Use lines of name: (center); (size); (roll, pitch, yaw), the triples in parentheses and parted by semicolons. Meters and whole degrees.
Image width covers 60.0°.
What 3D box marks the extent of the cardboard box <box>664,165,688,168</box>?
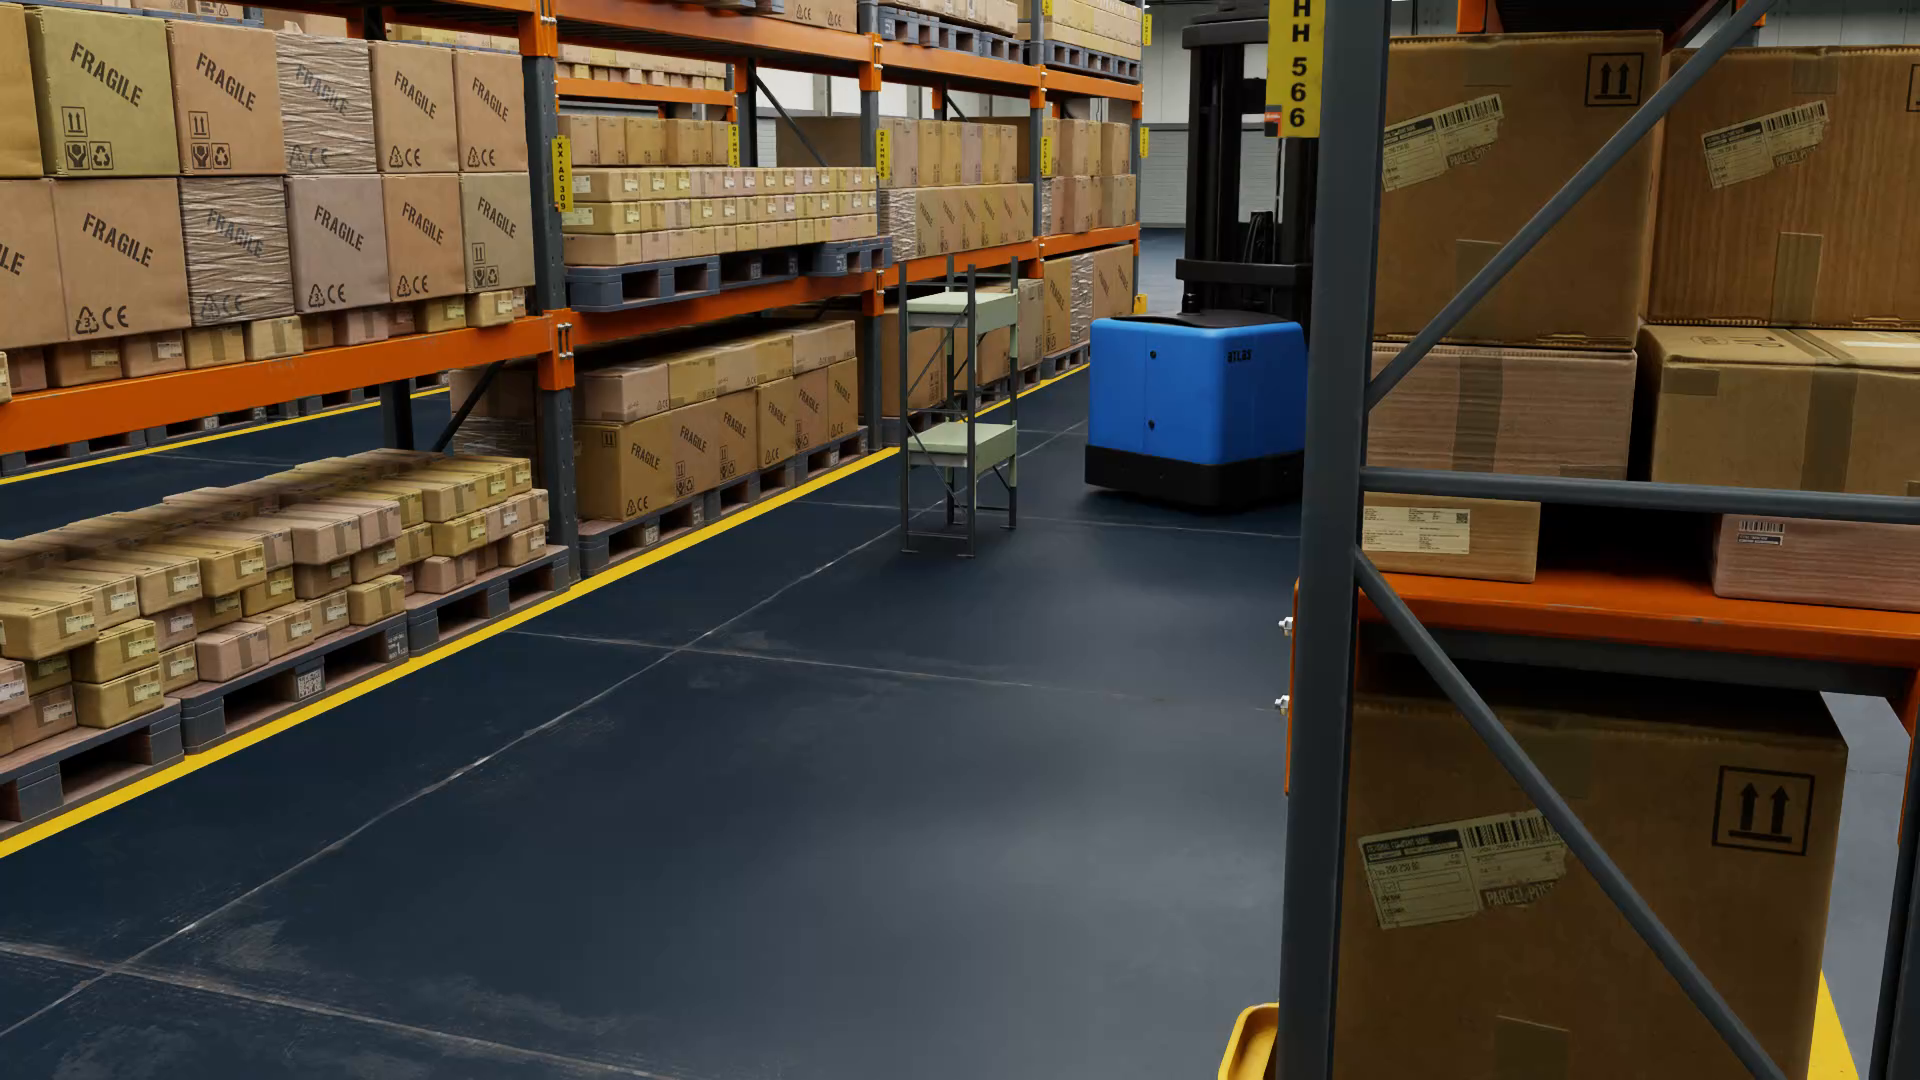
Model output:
cardboard box: (-3.416, -3.992, 18.844); (0.500, 0.500, 0.500); (4, 14, 18)

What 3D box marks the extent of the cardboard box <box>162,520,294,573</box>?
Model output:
cardboard box: (-2.741, 0.032, 6.231); (0.380, 0.149, 0.250); (4, 14, 19)

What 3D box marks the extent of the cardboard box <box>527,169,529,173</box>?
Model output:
cardboard box: (-2.304, -1.808, 8.454); (0.380, 0.149, 0.250); (4, 13, 17)

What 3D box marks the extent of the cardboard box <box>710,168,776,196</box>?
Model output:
cardboard box: (-1.271, -2.032, 9.435); (0.380, 0.149, 0.250); (5, 14, 20)

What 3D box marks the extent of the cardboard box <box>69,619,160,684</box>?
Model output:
cardboard box: (-2.894, 0.352, 5.499); (0.380, 0.149, 0.250); (5, 14, 20)

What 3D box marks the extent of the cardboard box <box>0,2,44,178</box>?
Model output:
cardboard box: (-3.076, -1.302, 4.811); (0.500, 0.500, 0.500); (5, 14, 20)

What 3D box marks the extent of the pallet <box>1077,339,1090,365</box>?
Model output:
pallet: (0.966, -2.018, 17.355); (1.003, 0.211, 1.213); (4, 14, 18)

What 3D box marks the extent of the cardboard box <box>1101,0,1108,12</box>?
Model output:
cardboard box: (1.266, -5.373, 16.651); (0.380, 0.149, 0.250); (4, 14, 19)

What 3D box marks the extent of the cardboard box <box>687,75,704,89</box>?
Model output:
cardboard box: (-3.188, -5.279, 19.199); (0.380, 0.149, 0.250); (5, 14, 20)

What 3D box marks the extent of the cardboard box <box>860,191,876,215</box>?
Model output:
cardboard box: (-0.770, -2.213, 10.897); (0.380, 0.149, 0.250); (5, 14, 20)

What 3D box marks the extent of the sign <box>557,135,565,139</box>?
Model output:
sign: (-3.937, -3.826, 16.406); (0.100, 0.325, 0.005); (4, 14, 18)

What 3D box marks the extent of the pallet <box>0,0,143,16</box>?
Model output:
pallet: (-6.275, -3.453, 11.061); (1.003, 0.211, 1.213); (5, 14, 21)

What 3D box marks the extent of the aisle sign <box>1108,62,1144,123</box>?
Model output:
aisle sign: (1.854, -5.068, 18.610); (0.394, 0.787, 0.004); (4, 14, 18)

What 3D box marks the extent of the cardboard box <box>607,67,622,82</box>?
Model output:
cardboard box: (-3.802, -4.905, 17.560); (0.380, 0.149, 0.250); (4, 13, 17)

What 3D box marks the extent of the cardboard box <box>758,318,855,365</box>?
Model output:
cardboard box: (-1.014, -1.312, 10.983); (0.500, 0.250, 0.500); (4, 13, 17)

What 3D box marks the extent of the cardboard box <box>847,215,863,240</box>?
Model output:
cardboard box: (-0.848, -2.016, 10.701); (0.380, 0.149, 0.250); (4, 14, 18)

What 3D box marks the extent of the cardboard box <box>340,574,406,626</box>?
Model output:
cardboard box: (-2.475, 0.229, 6.705); (0.380, 0.149, 0.250); (4, 14, 18)

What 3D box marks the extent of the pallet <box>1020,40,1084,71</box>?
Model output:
pallet: (0.528, -4.556, 15.666); (1.003, 0.211, 1.213); (4, 14, 18)

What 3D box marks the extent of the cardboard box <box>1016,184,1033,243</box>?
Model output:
cardboard box: (0.337, -2.885, 14.662); (0.500, 0.500, 0.500); (4, 14, 18)

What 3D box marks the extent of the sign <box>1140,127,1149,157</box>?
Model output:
sign: (2.056, -4.445, 18.589); (0.100, 0.325, 0.005); (4, 14, 18)

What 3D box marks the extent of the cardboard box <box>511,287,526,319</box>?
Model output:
cardboard box: (-2.206, -1.081, 7.549); (0.380, 0.149, 0.250); (4, 14, 18)

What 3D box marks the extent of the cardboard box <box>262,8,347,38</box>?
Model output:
cardboard box: (-5.441, -4.168, 13.543); (0.700, 0.500, 0.500); (4, 14, 18)

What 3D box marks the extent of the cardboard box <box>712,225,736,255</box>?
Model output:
cardboard box: (-1.440, -1.630, 9.011); (0.380, 0.149, 0.250); (4, 13, 16)

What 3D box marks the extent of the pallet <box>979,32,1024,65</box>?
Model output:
pallet: (0.003, -4.138, 14.065); (0.805, 0.209, 1.217); (4, 13, 16)

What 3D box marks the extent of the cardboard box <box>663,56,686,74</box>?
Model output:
cardboard box: (-3.407, -5.334, 18.546); (0.500, 0.250, 0.500); (5, 14, 20)

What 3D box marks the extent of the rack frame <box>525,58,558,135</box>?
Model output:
rack frame: (-4.463, -3.300, 16.707); (1.000, 3.000, 0.127); (4, 14, 18)

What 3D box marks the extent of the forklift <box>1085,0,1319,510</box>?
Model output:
forklift: (2.200, -1.854, 10.525); (3.031, 2.935, 1.130); (-11, 17, -41)

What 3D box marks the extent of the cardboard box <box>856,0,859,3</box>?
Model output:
cardboard box: (-0.782, -3.775, 11.442); (0.380, 0.149, 0.250); (4, 13, 16)

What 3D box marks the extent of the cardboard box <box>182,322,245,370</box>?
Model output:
cardboard box: (-2.758, -0.693, 5.847); (0.380, 0.149, 0.250); (5, 14, 20)

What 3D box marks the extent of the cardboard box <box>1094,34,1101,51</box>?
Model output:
cardboard box: (1.185, -4.931, 16.507); (0.380, 0.149, 0.250); (5, 14, 19)

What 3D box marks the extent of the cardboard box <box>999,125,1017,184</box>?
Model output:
cardboard box: (0.098, -3.396, 14.656); (0.700, 0.500, 0.500); (4, 13, 17)

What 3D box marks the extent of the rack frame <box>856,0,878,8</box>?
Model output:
rack frame: (-1.041, -5.048, 10.881); (1.000, 3.000, 0.127); (4, 14, 18)

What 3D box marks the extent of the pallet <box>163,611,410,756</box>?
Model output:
pallet: (-2.912, 0.480, 6.409); (1.003, 0.211, 1.213); (4, 14, 18)

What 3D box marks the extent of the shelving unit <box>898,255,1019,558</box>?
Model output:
shelving unit: (0.002, -0.733, 8.827); (0.431, 1.500, 0.755); (4, 14, 18)

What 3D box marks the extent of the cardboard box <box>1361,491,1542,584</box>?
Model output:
cardboard box: (0.835, -0.036, 2.971); (0.380, 0.149, 0.250); (5, 14, 19)

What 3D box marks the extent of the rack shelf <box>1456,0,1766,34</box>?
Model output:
rack shelf: (1.678, -1.593, 4.102); (1.077, 0.370, 4.000); (4, 14, 18)

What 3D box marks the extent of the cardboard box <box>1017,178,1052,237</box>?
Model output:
cardboard box: (0.361, -3.117, 15.566); (0.875, 0.550, 0.550); (4, 14, 18)

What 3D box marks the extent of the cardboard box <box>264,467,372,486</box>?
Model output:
cardboard box: (-2.823, -0.218, 7.326); (0.380, 0.149, 0.250); (4, 14, 18)

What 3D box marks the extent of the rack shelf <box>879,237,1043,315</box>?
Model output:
rack shelf: (-0.394, -2.193, 13.474); (1.077, 0.370, 4.000); (4, 14, 18)

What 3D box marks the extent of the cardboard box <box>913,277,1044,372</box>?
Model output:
cardboard box: (0.137, -1.936, 14.841); (1.050, 0.750, 0.750); (4, 14, 18)

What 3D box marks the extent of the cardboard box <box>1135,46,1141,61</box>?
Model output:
cardboard box: (1.760, -5.306, 18.151); (0.380, 0.149, 0.250); (4, 14, 18)

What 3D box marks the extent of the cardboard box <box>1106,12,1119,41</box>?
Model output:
cardboard box: (1.327, -5.261, 17.057); (0.500, 0.250, 0.500); (4, 14, 18)

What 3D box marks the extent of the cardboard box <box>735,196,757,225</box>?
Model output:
cardboard box: (-1.353, -1.835, 9.237); (0.380, 0.149, 0.250); (4, 13, 17)

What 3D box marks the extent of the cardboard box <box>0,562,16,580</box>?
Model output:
cardboard box: (-3.455, 0.164, 5.653); (0.380, 0.149, 0.250); (4, 13, 16)

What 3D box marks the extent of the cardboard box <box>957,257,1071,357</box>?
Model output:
cardboard box: (0.523, -2.261, 15.986); (0.875, 0.875, 0.875); (5, 14, 19)

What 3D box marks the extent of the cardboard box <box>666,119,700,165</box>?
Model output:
cardboard box: (-3.366, -4.480, 18.734); (0.700, 0.500, 0.500); (4, 14, 18)

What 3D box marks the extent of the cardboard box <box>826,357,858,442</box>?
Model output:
cardboard box: (-1.007, -0.952, 11.090); (0.500, 0.500, 0.500); (4, 14, 18)

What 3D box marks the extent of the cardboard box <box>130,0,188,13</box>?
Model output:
cardboard box: (-5.898, -3.952, 11.652); (0.700, 0.500, 0.500); (4, 13, 16)

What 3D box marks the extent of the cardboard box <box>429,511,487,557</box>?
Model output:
cardboard box: (-2.282, -0.036, 7.199); (0.380, 0.149, 0.250); (4, 13, 16)

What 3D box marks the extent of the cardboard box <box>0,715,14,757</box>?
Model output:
cardboard box: (-3.150, 0.598, 5.089); (0.380, 0.149, 0.250); (4, 14, 18)

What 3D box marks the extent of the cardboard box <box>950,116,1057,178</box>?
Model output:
cardboard box: (0.405, -3.640, 15.431); (0.875, 0.550, 0.550); (4, 14, 18)

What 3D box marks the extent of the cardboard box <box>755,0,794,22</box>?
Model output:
cardboard box: (-1.301, -3.284, 9.671); (0.500, 0.500, 0.500); (4, 14, 18)
